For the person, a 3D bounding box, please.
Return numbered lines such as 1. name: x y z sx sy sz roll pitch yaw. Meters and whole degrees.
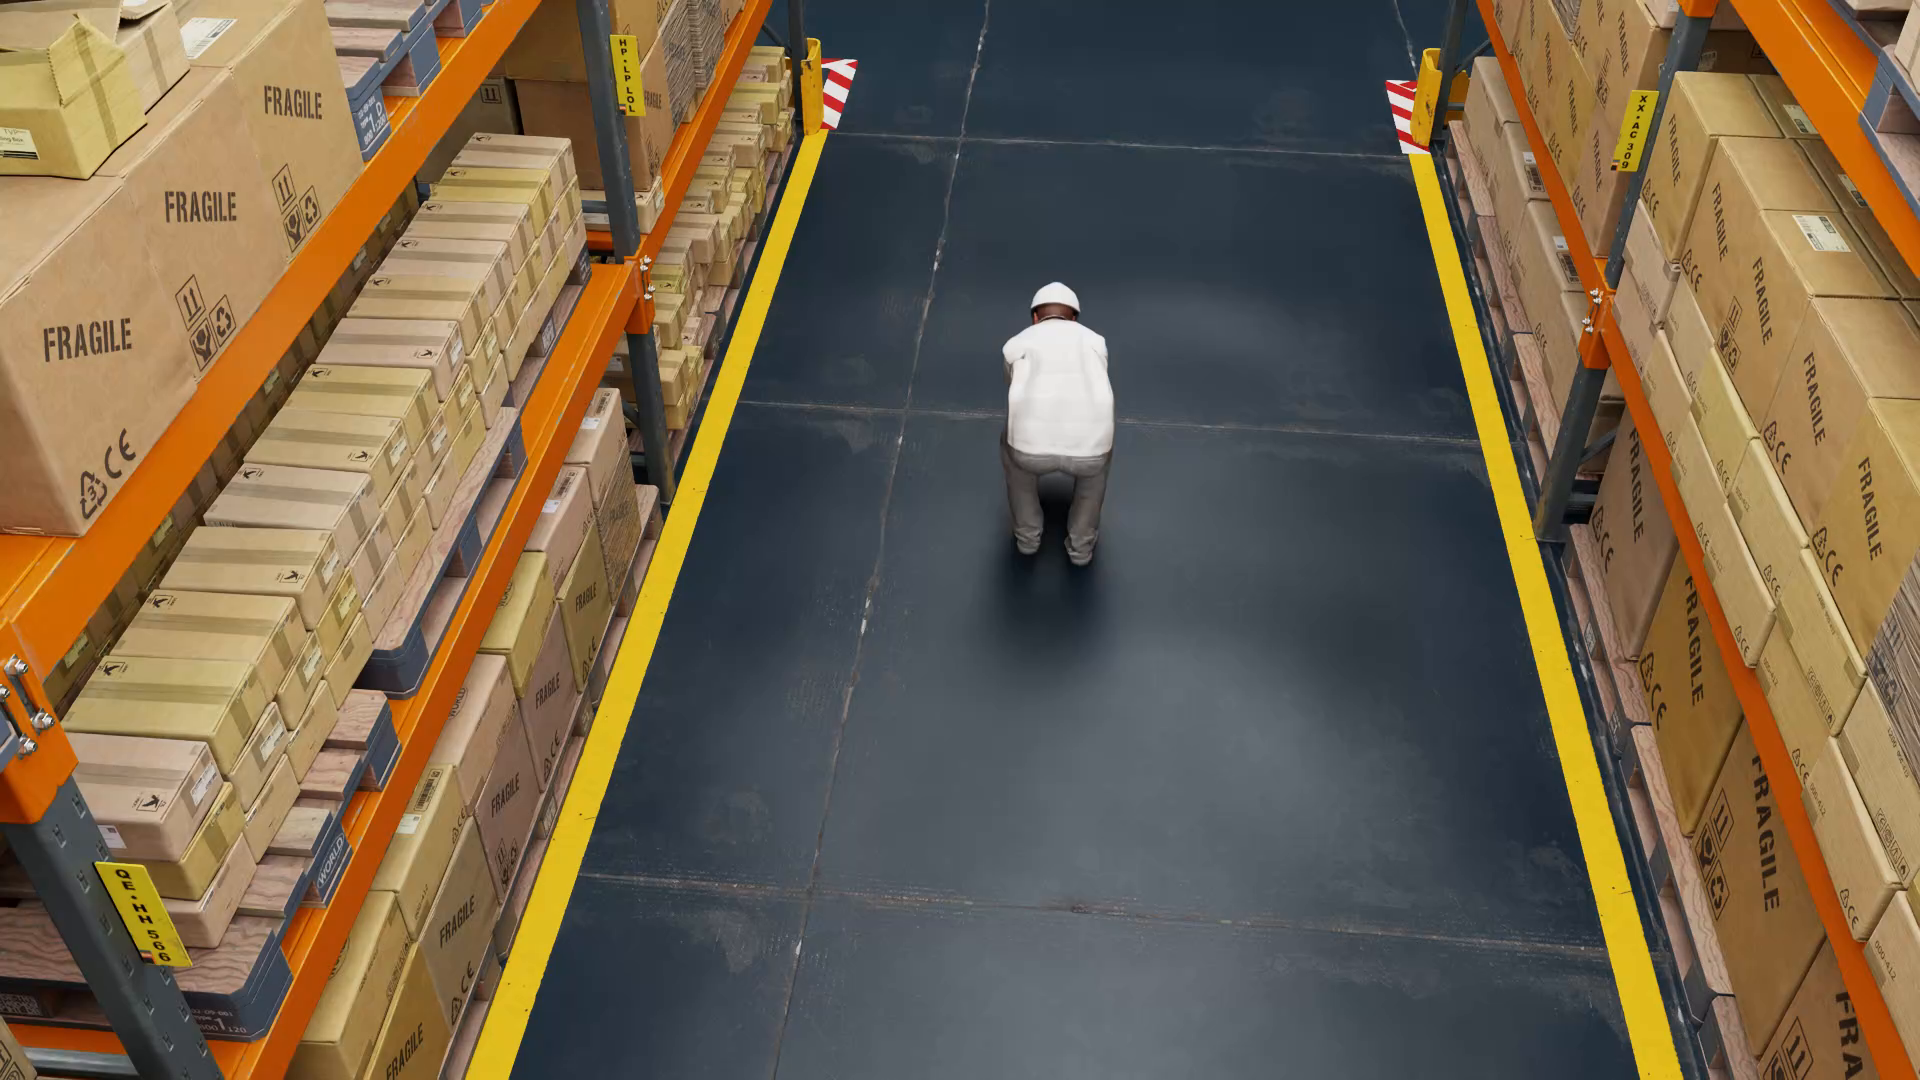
1. person: 0.426 -0.482 7.317 0.502 1.002 0.994 1 40 2
